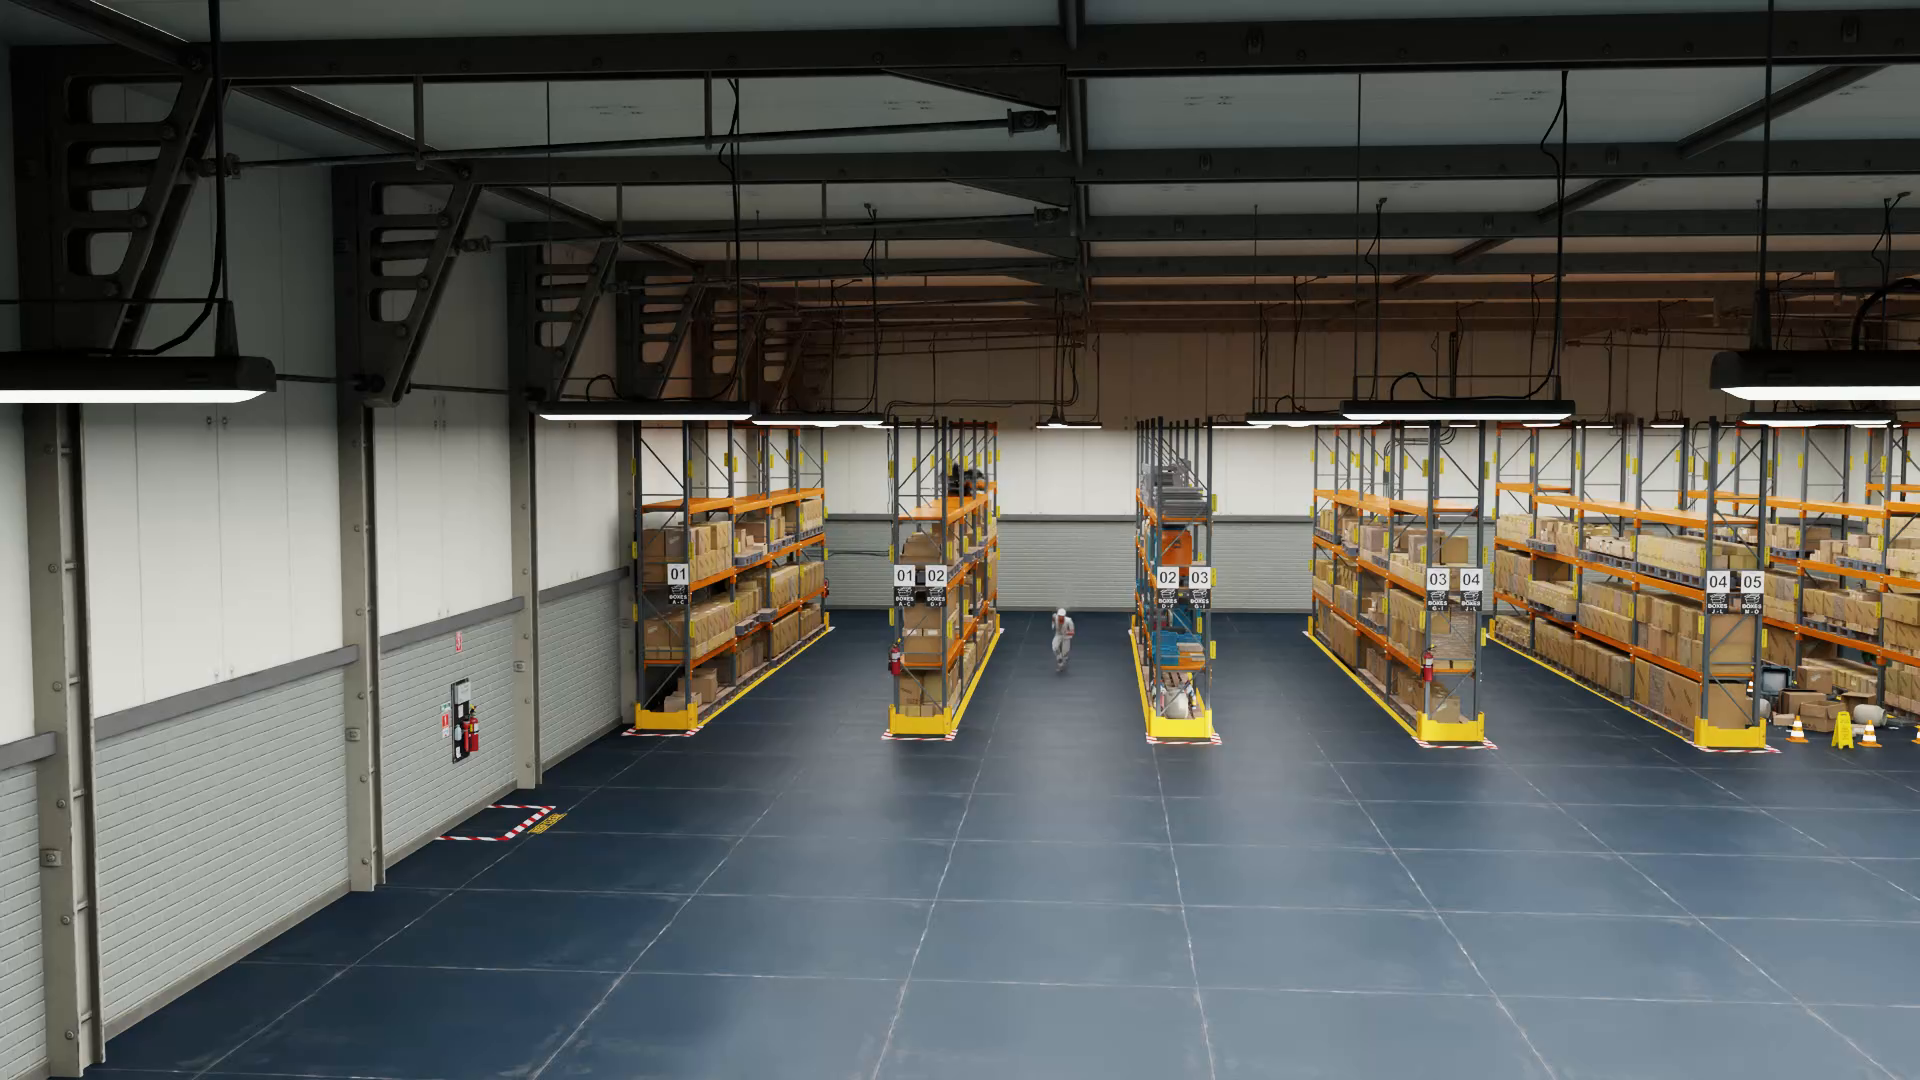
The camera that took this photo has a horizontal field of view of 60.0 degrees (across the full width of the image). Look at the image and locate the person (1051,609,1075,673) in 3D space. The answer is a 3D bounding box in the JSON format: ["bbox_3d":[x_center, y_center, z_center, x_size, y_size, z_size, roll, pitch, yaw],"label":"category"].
[{"bbox_3d":[2.465,2.370,39.701,0.666,1.554,1.174,1,4,16],"label":"person"}]

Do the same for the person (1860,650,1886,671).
[{"bbox_3d":[21.236,2.344,38.654,0.651,1.737,0.790,0,4,-2],"label":"person"}]

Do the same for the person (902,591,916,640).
[{"bbox_3d":[-1.429,1.856,45.793,0.682,1.789,0.723,0,4,-2],"label":"person"}]
